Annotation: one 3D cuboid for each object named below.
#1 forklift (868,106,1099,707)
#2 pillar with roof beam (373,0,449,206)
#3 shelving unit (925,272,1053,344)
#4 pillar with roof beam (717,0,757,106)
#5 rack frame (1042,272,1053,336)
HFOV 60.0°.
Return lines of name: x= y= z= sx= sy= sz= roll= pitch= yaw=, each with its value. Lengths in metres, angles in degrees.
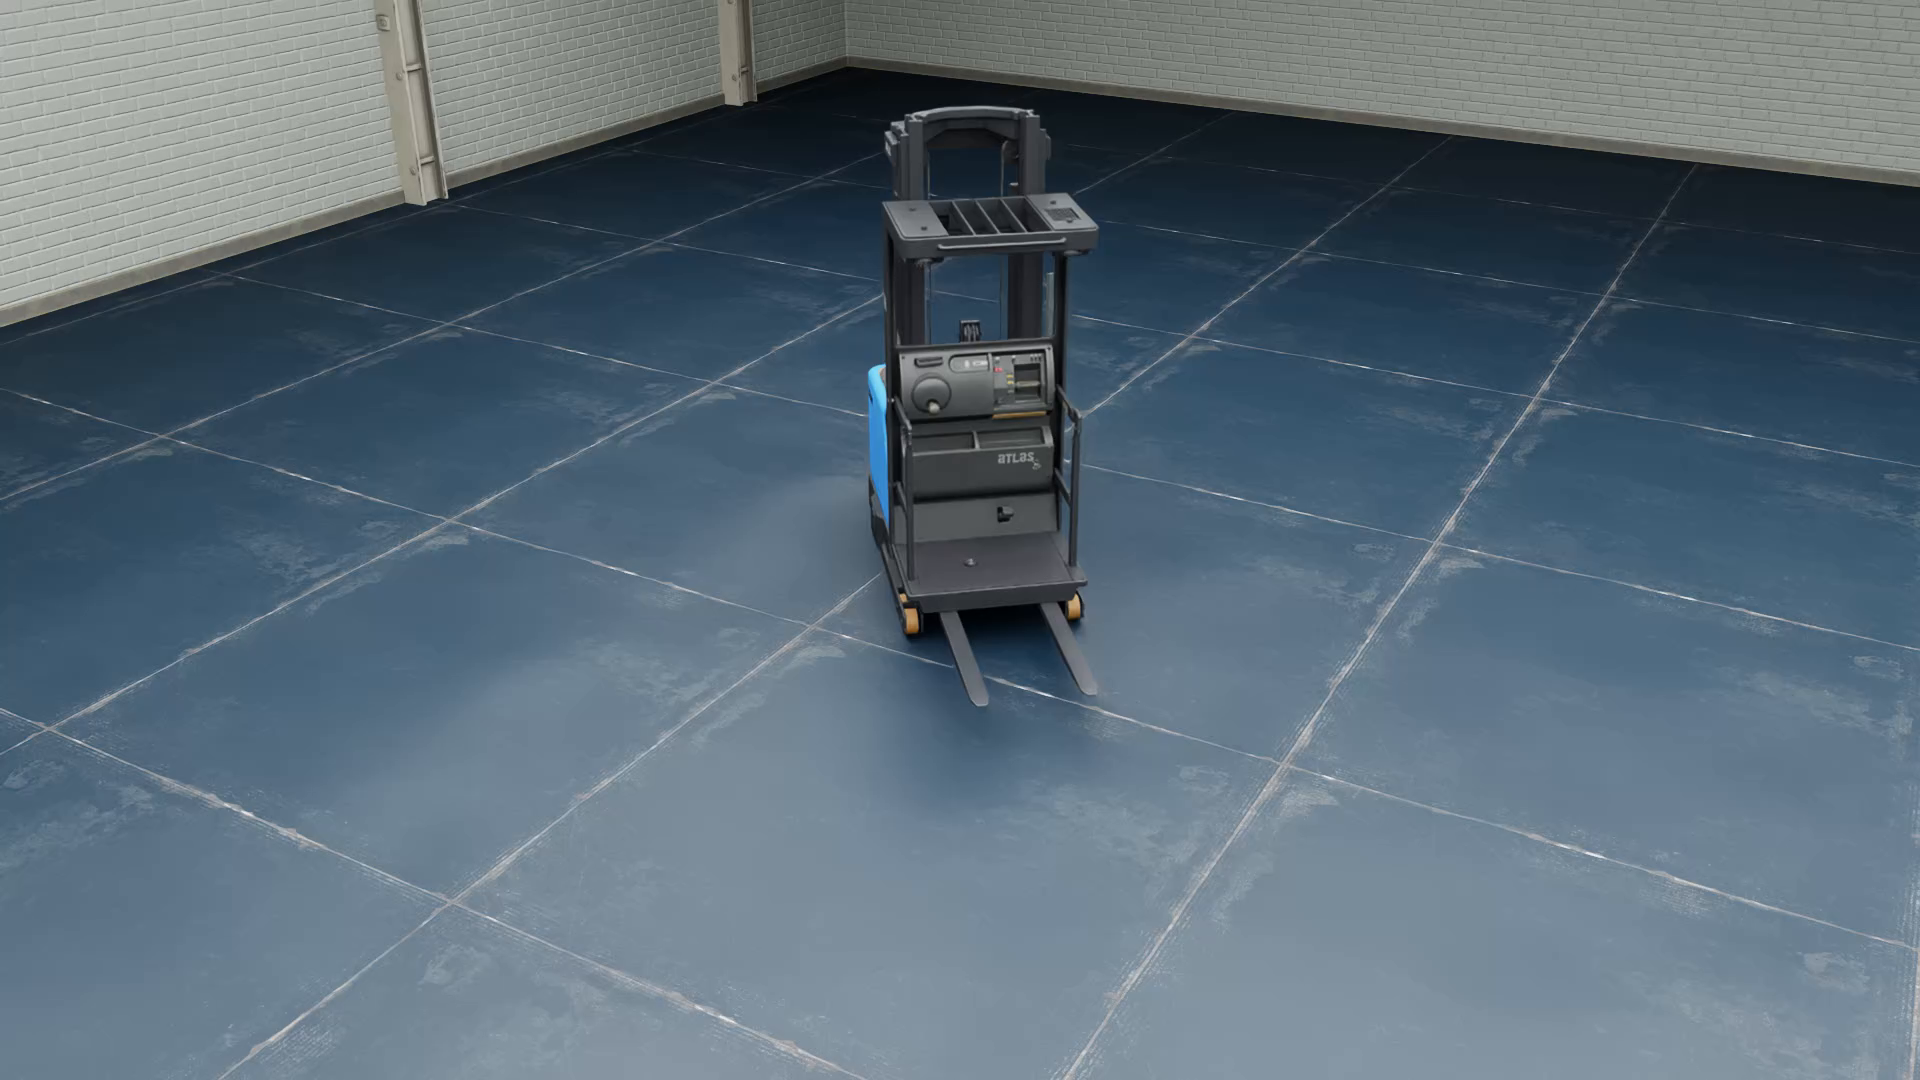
forklift: x=0.143 y=-0.914 z=9.722 sx=1.130 sy=2.935 sz=3.031 roll=-5 pitch=27 yaw=-9
pillar with roof beam: x=-2.315 y=-6.940 z=14.981 sx=9.100 sy=9.000 sz=0.400 roll=14 pitch=30 yaw=26
shelving unit: x=0.068 y=-1.152 z=11.796 sx=1.048 sy=1.500 sz=0.538 roll=-15 pitch=30 yaw=-27
pillar with roof beam: x=0.637 y=-9.278 z=19.652 sx=9.100 sy=9.000 sz=0.400 roll=14 pitch=30 yaw=26
rack frame: x=0.504 y=-1.269 z=12.030 sx=0.032 sy=1.500 sz=0.500 roll=-15 pitch=30 yaw=-27
